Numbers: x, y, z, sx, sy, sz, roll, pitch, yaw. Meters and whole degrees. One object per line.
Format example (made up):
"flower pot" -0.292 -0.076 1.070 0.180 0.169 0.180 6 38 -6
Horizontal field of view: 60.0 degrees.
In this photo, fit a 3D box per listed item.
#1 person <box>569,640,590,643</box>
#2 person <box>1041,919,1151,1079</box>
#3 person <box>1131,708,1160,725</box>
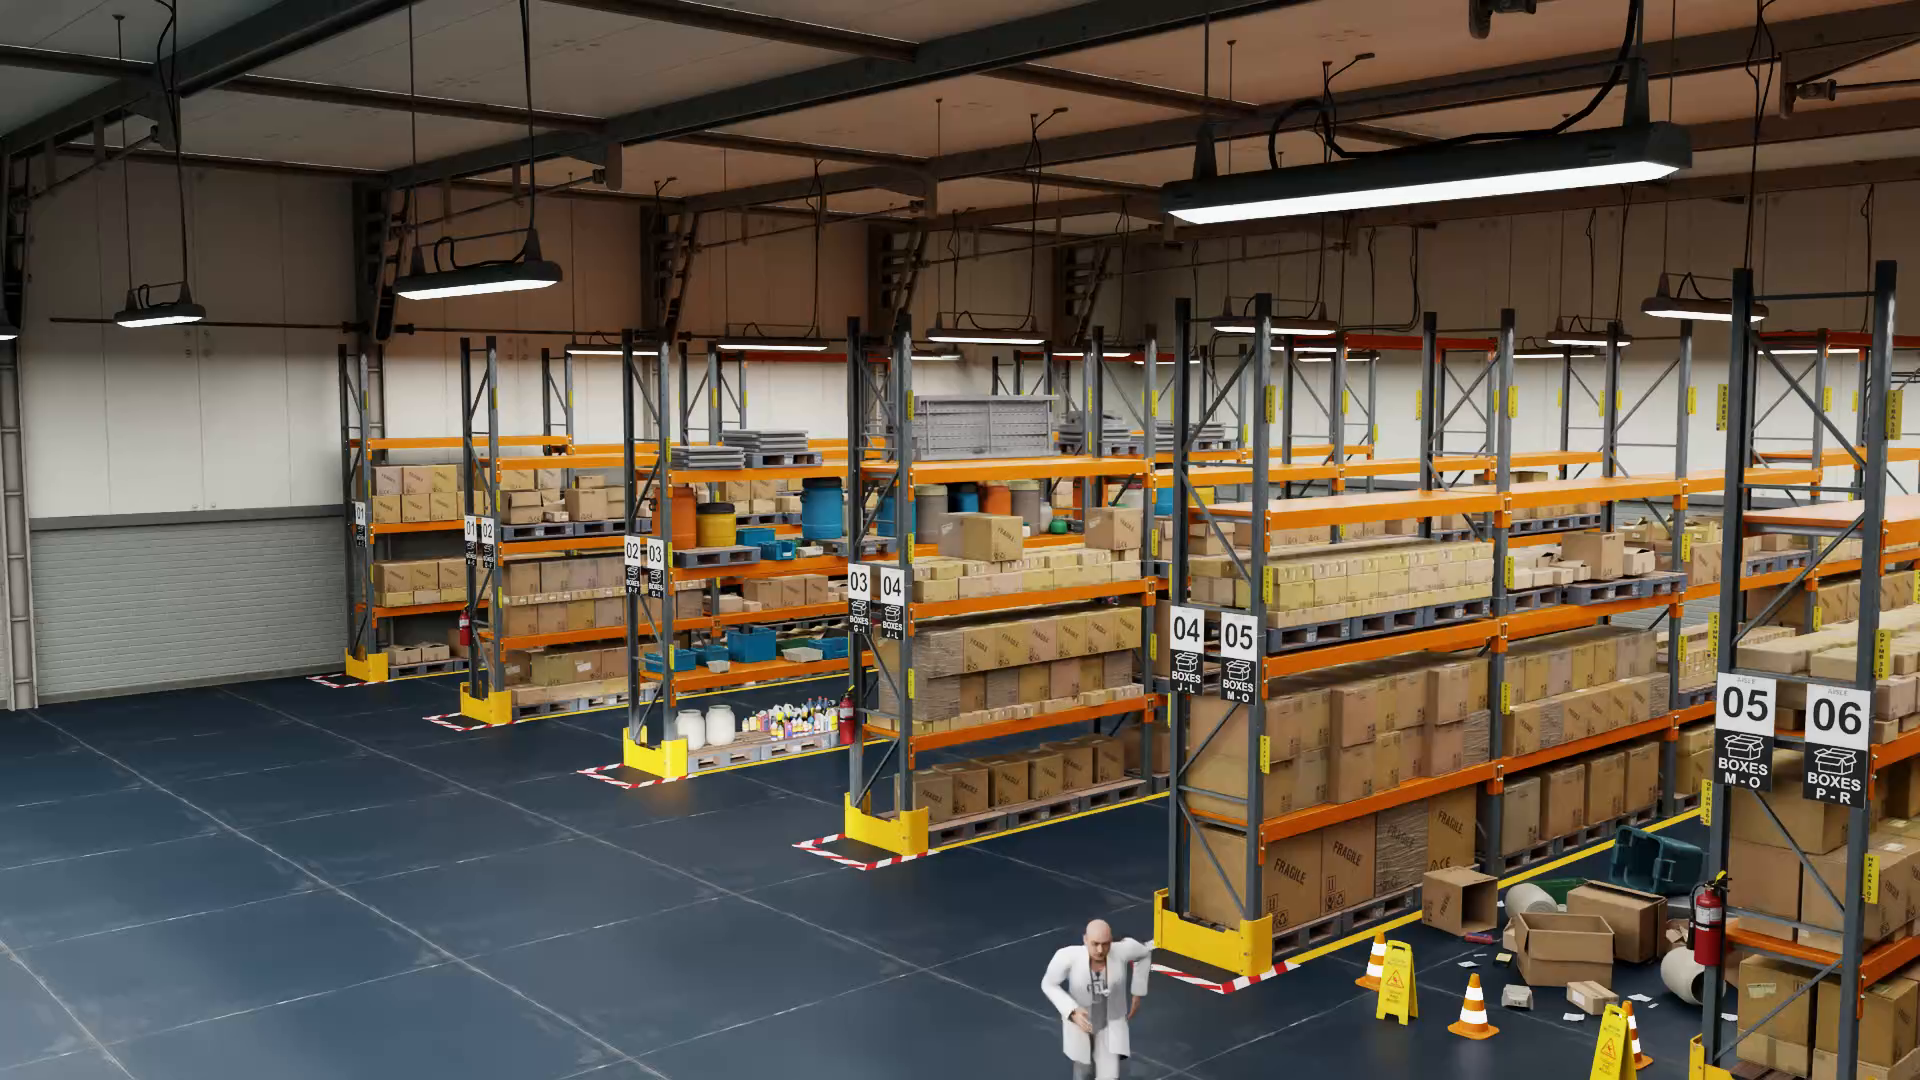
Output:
"person" -6.650 1.686 29.643 0.595 1.694 0.818 4 7 39
"person" 0.914 3.327 11.358 0.754 1.742 1.083 0 5 -3
"person" 2.686 2.105 24.354 0.709 1.758 0.948 5 7 44
